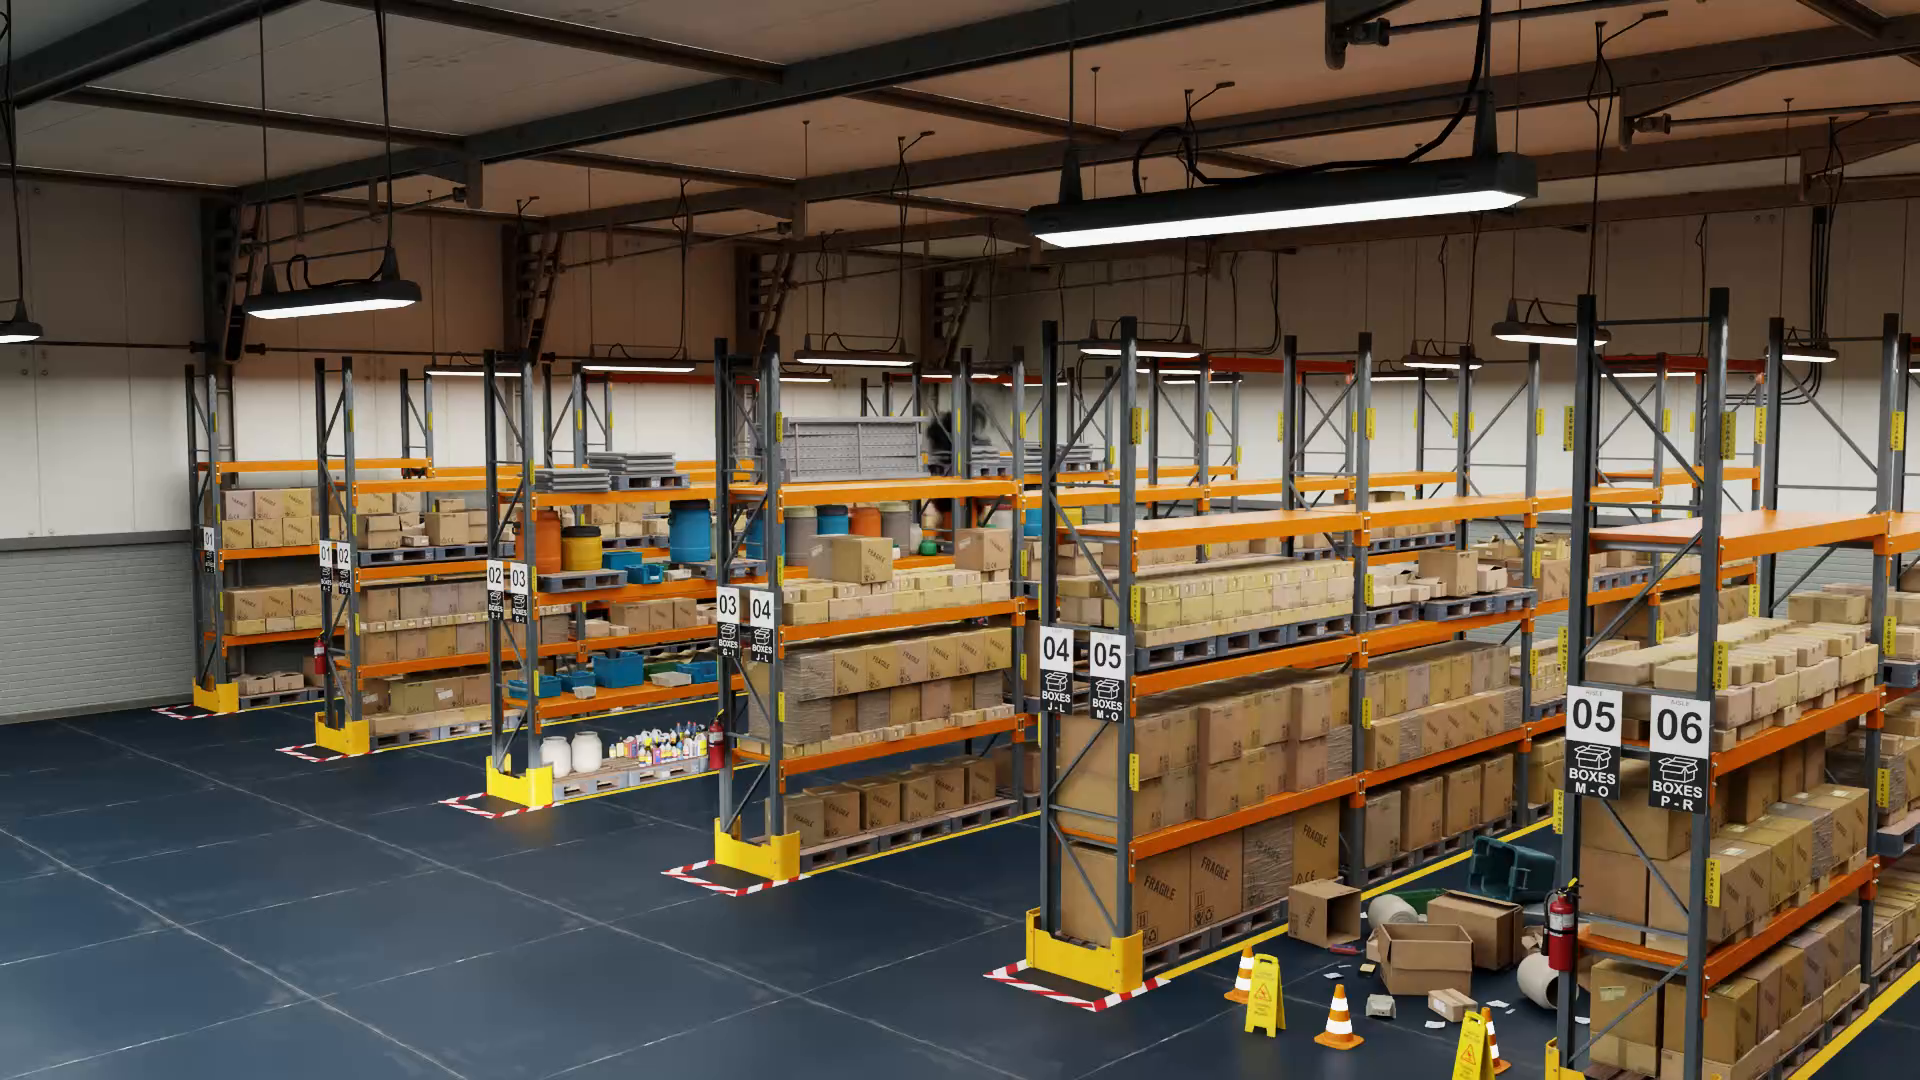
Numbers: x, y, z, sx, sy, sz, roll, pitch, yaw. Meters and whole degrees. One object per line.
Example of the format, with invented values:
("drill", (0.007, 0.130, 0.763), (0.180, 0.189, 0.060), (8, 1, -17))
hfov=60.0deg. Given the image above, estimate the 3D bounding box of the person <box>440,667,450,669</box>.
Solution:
("person", (-9.033, 2.132, 29.139), (0.511, 1.562, 0.633), (2, 5, 24))
